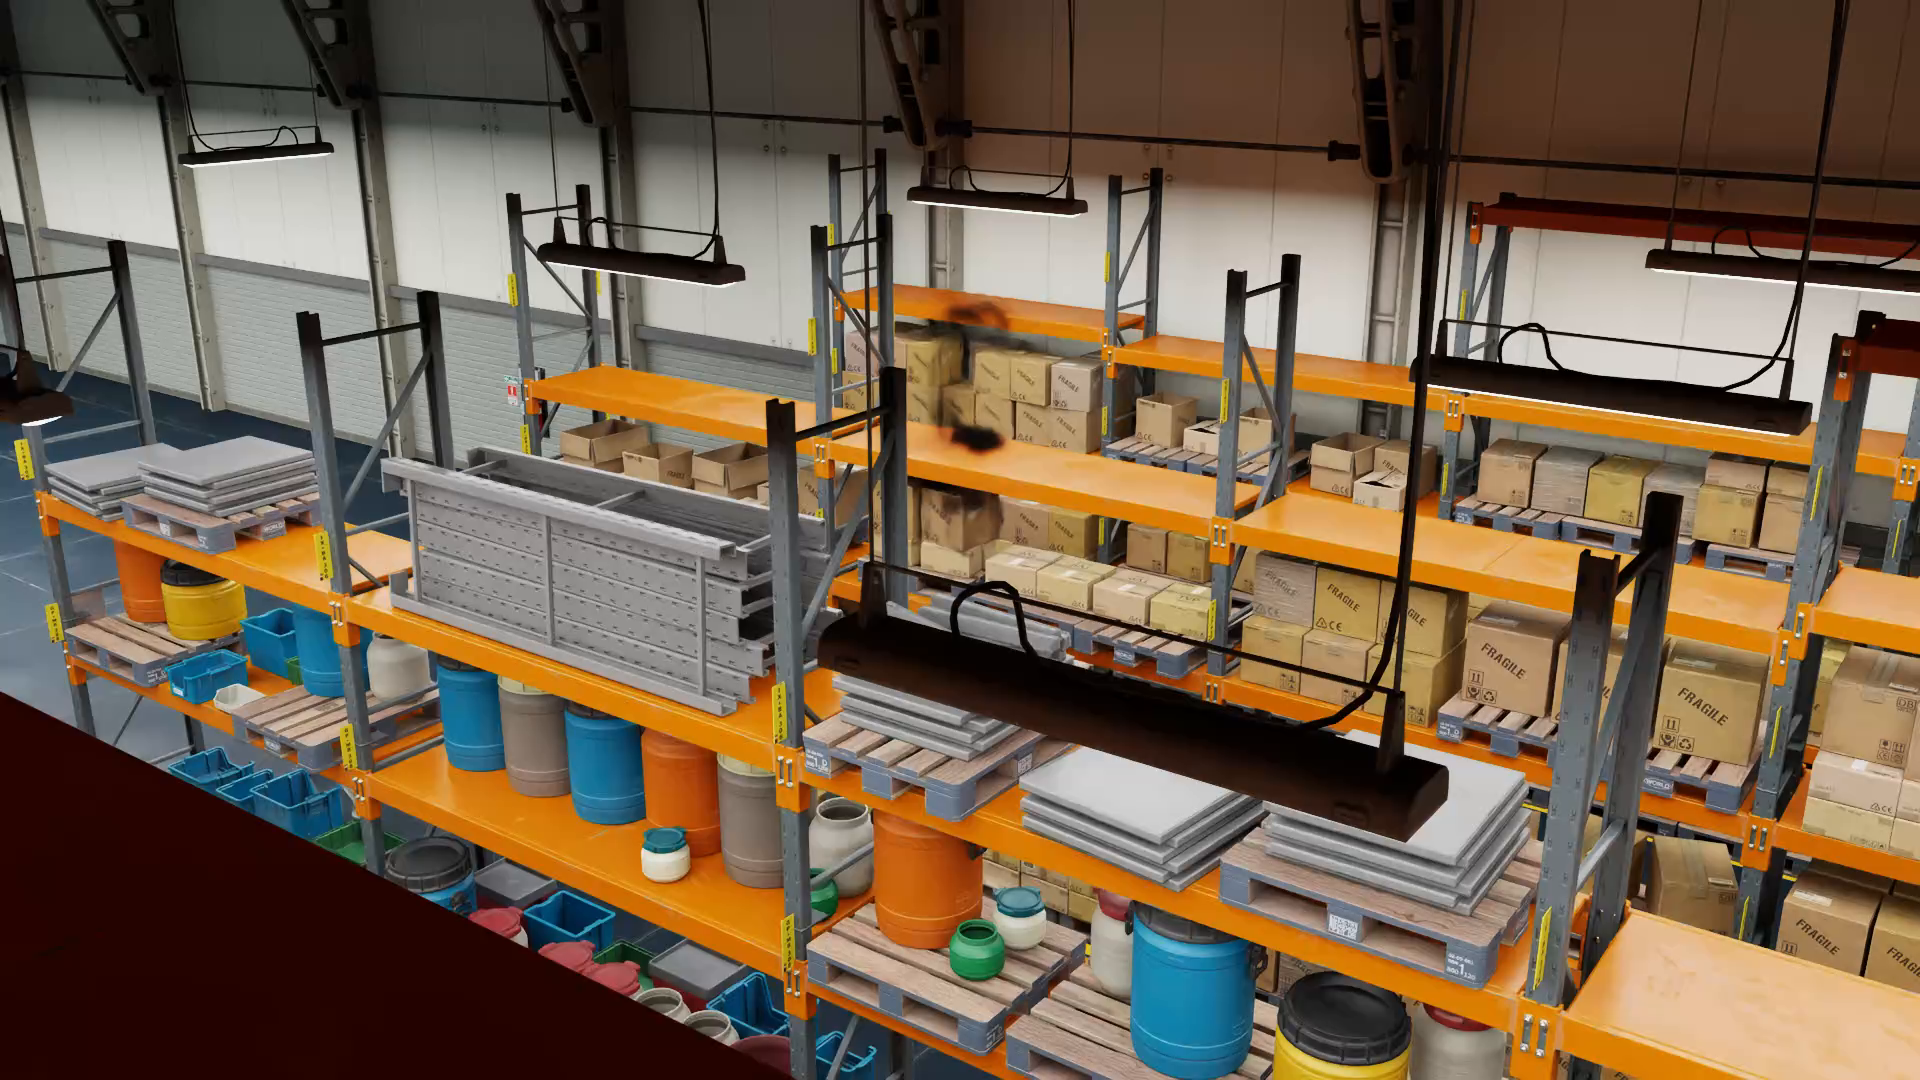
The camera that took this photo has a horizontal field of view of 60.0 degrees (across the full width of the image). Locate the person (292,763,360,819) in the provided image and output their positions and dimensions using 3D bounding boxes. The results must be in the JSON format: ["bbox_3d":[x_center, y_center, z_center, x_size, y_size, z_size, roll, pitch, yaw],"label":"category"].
[{"bbox_3d":[-6.311,2.084,16.276,0.847,1.821,0.743,4,19,11],"label":"person"}]

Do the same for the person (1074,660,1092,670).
[{"bbox_3d":[1.194,1.657,17.452,0.791,1.733,0.714,8,20,22],"label":"person"}]
